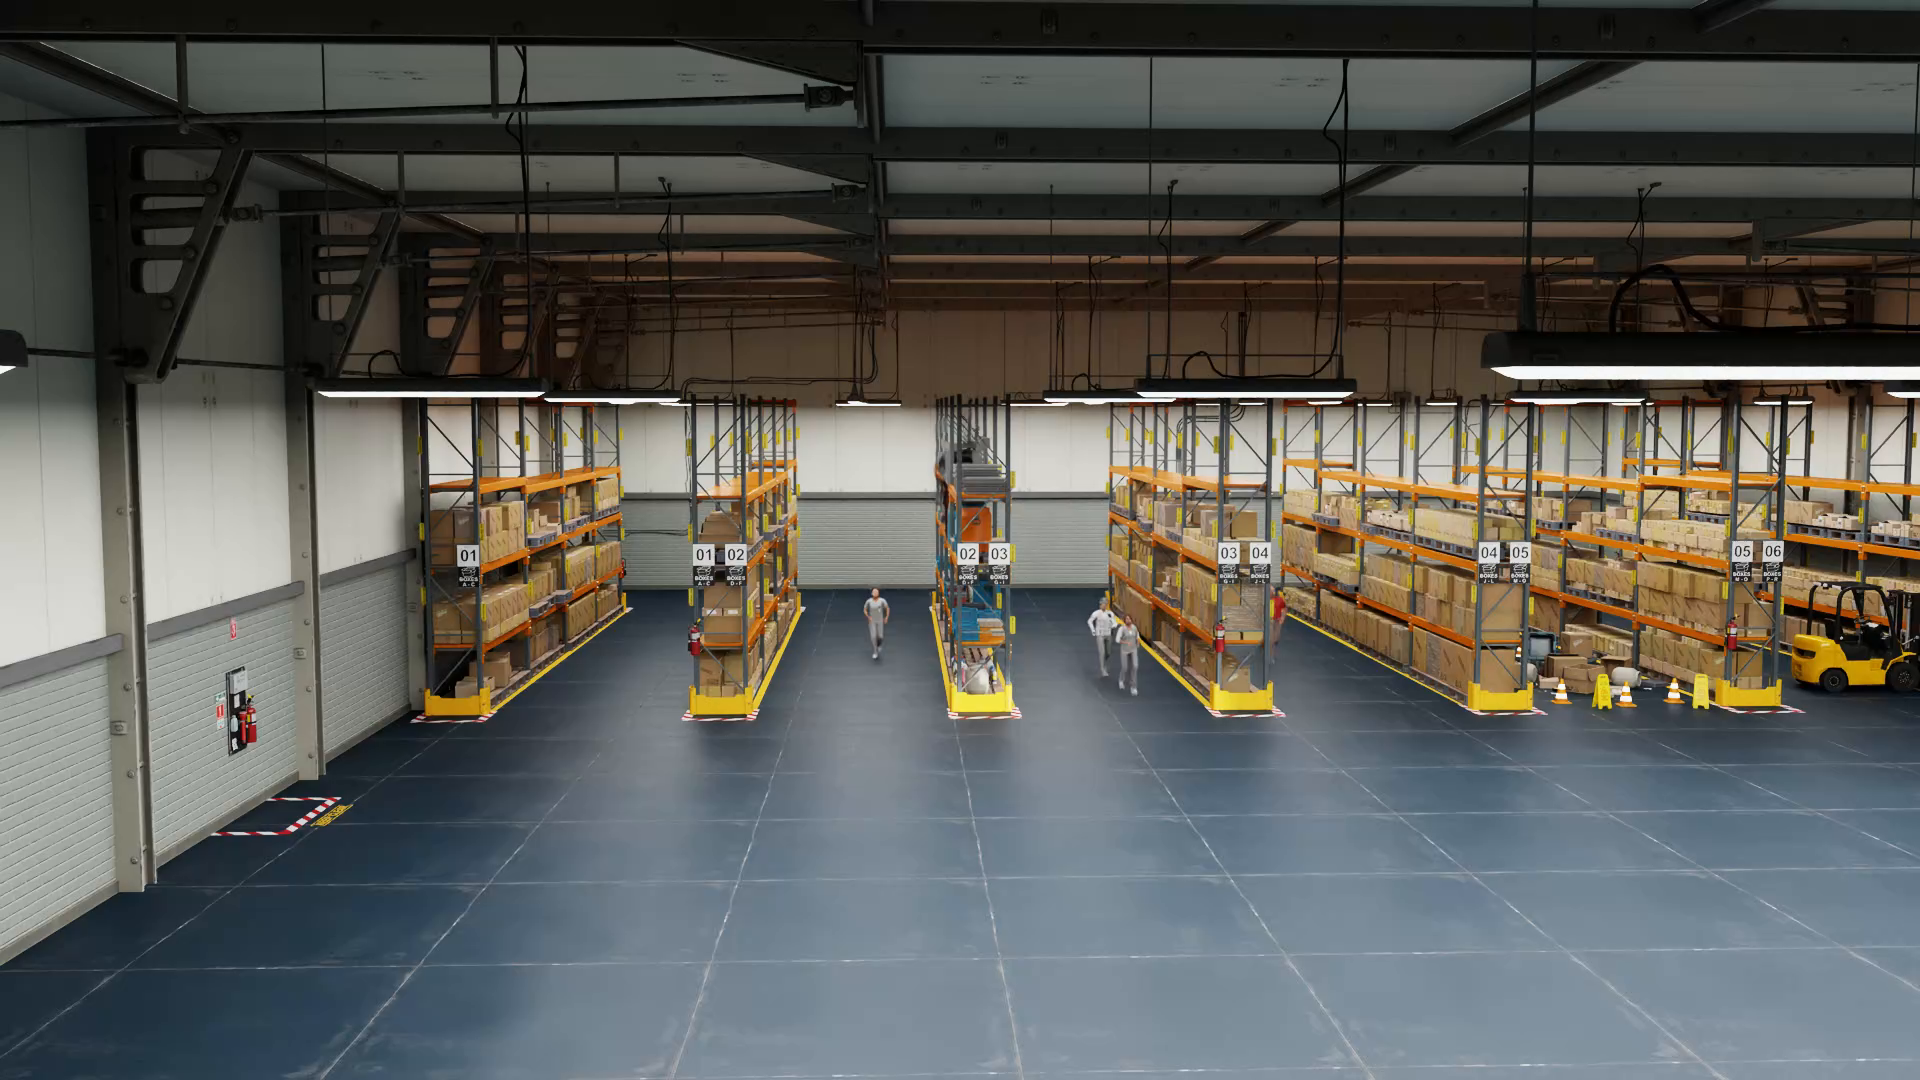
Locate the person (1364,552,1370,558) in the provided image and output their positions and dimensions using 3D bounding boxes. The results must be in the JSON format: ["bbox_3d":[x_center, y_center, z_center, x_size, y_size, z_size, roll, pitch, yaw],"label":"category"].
[{"bbox_3d":[11.171,1.206,45.757,0.687,1.765,1.003,0,5,-4],"label":"person"}]

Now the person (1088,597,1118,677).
[{"bbox_3d":[3.086,2.064,35.798,0.624,1.664,0.855,-1,5,-8],"label":"person"}]

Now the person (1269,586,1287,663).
[{"bbox_3d":[7.095,1.906,37.846,0.667,1.734,0.734,0,4,-2],"label":"person"}]

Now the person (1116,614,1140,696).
[{"bbox_3d":[3.388,2.292,33.505,0.545,1.625,0.806,-1,5,-10],"label":"person"}]

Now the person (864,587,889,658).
[{"bbox_3d":[-1.927,1.896,38.367,0.596,1.628,0.588,0,5,-4],"label":"person"}]
